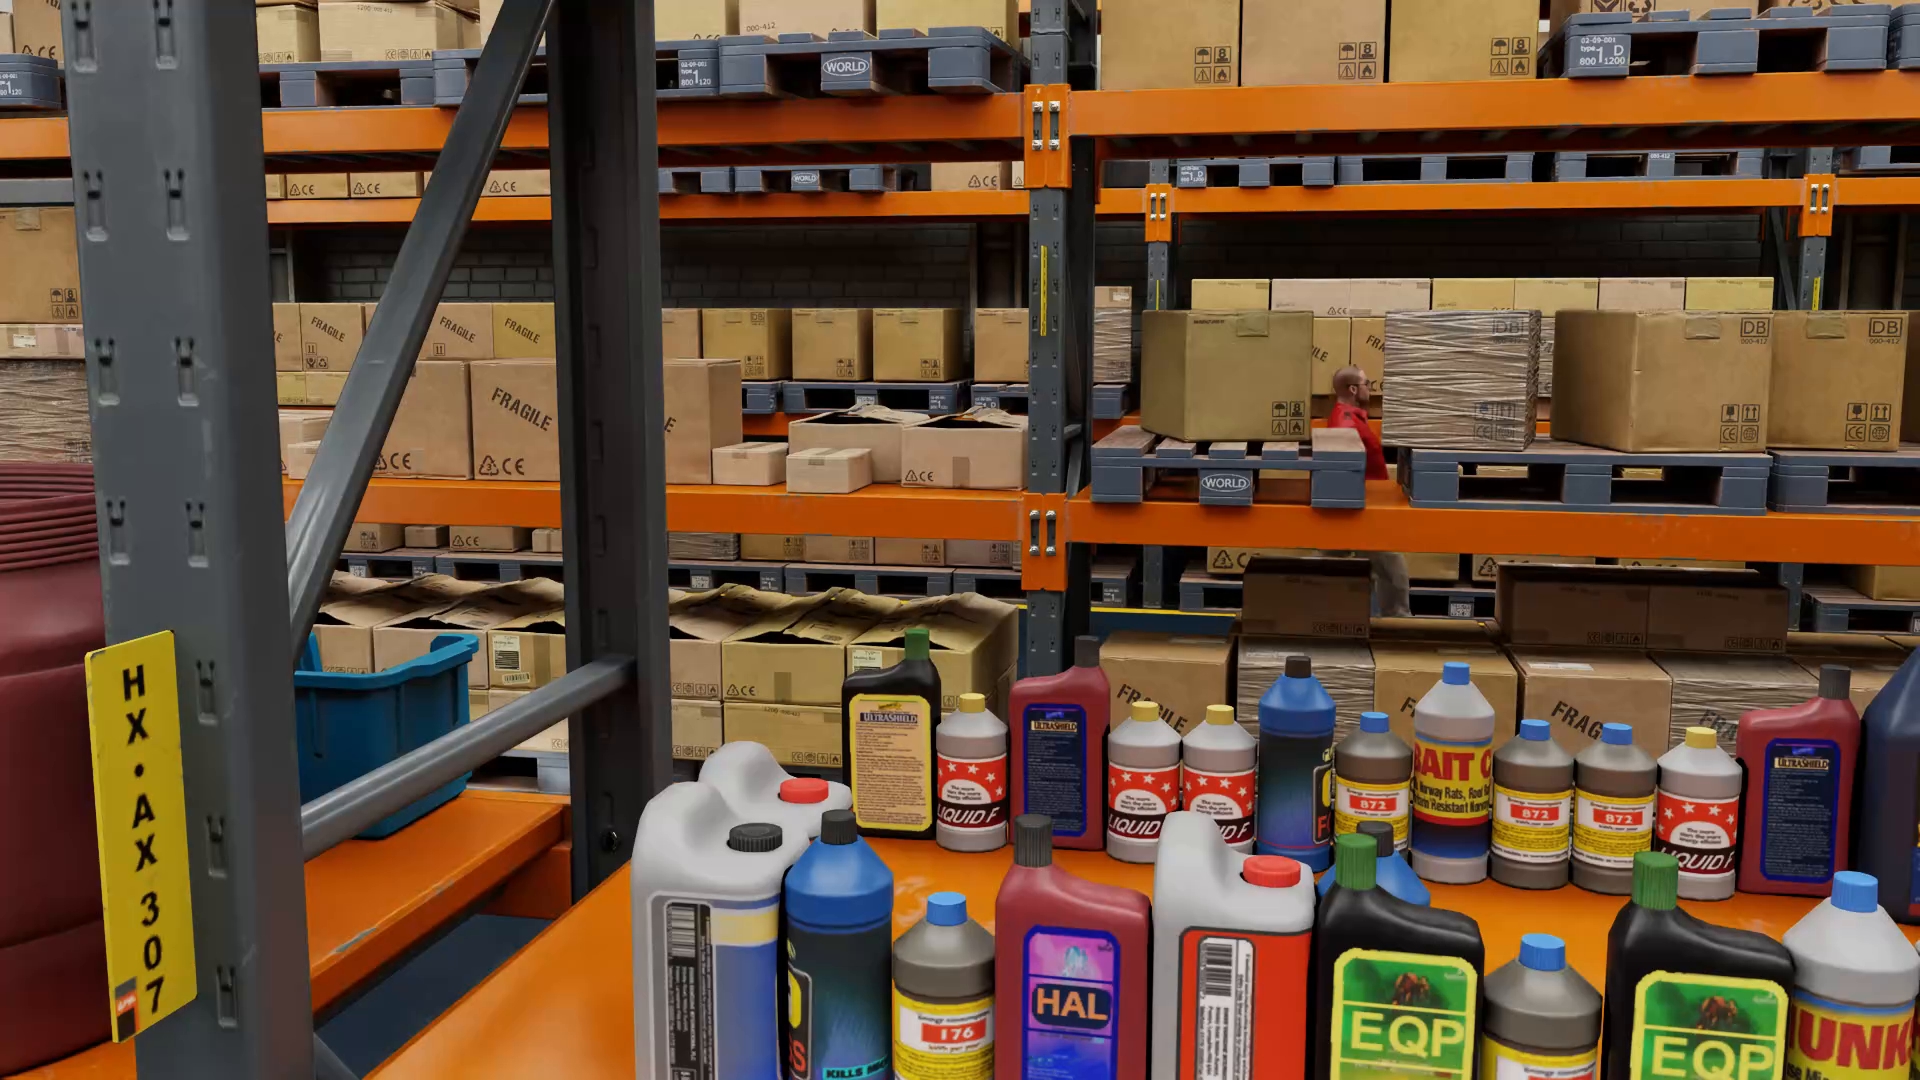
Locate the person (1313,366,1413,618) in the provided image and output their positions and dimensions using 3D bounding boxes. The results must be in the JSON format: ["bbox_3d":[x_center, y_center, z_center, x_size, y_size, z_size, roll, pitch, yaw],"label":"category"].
[{"bbox_3d":[2.299,-0.172,9.655,1.056,1.670,0.566,0,8,1],"label":"person"}]
